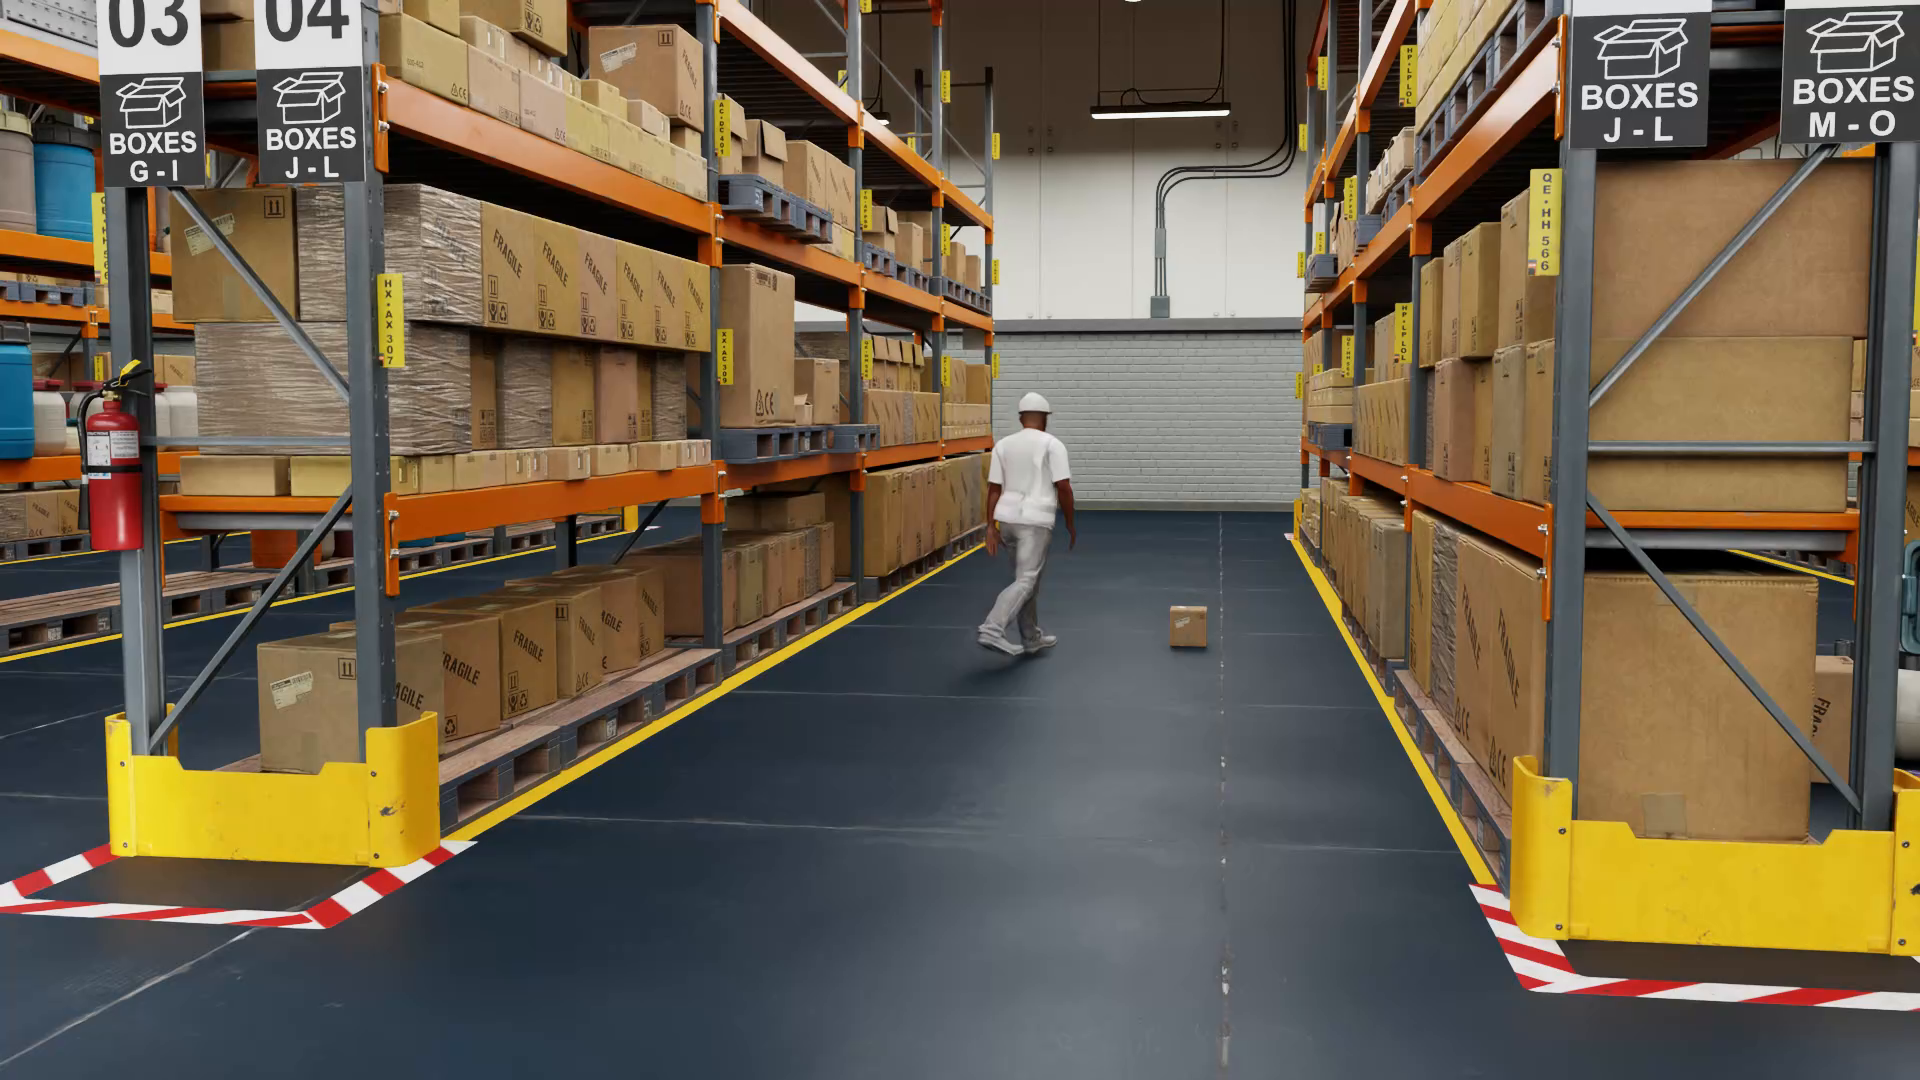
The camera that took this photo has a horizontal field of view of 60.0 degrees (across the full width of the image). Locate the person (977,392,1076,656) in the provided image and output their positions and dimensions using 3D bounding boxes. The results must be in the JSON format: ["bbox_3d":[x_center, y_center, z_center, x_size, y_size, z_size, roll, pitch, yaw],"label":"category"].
[{"bbox_3d":[0.398,-0.090,10.773,0.561,1.731,0.990,4,6,45],"label":"person"}]
